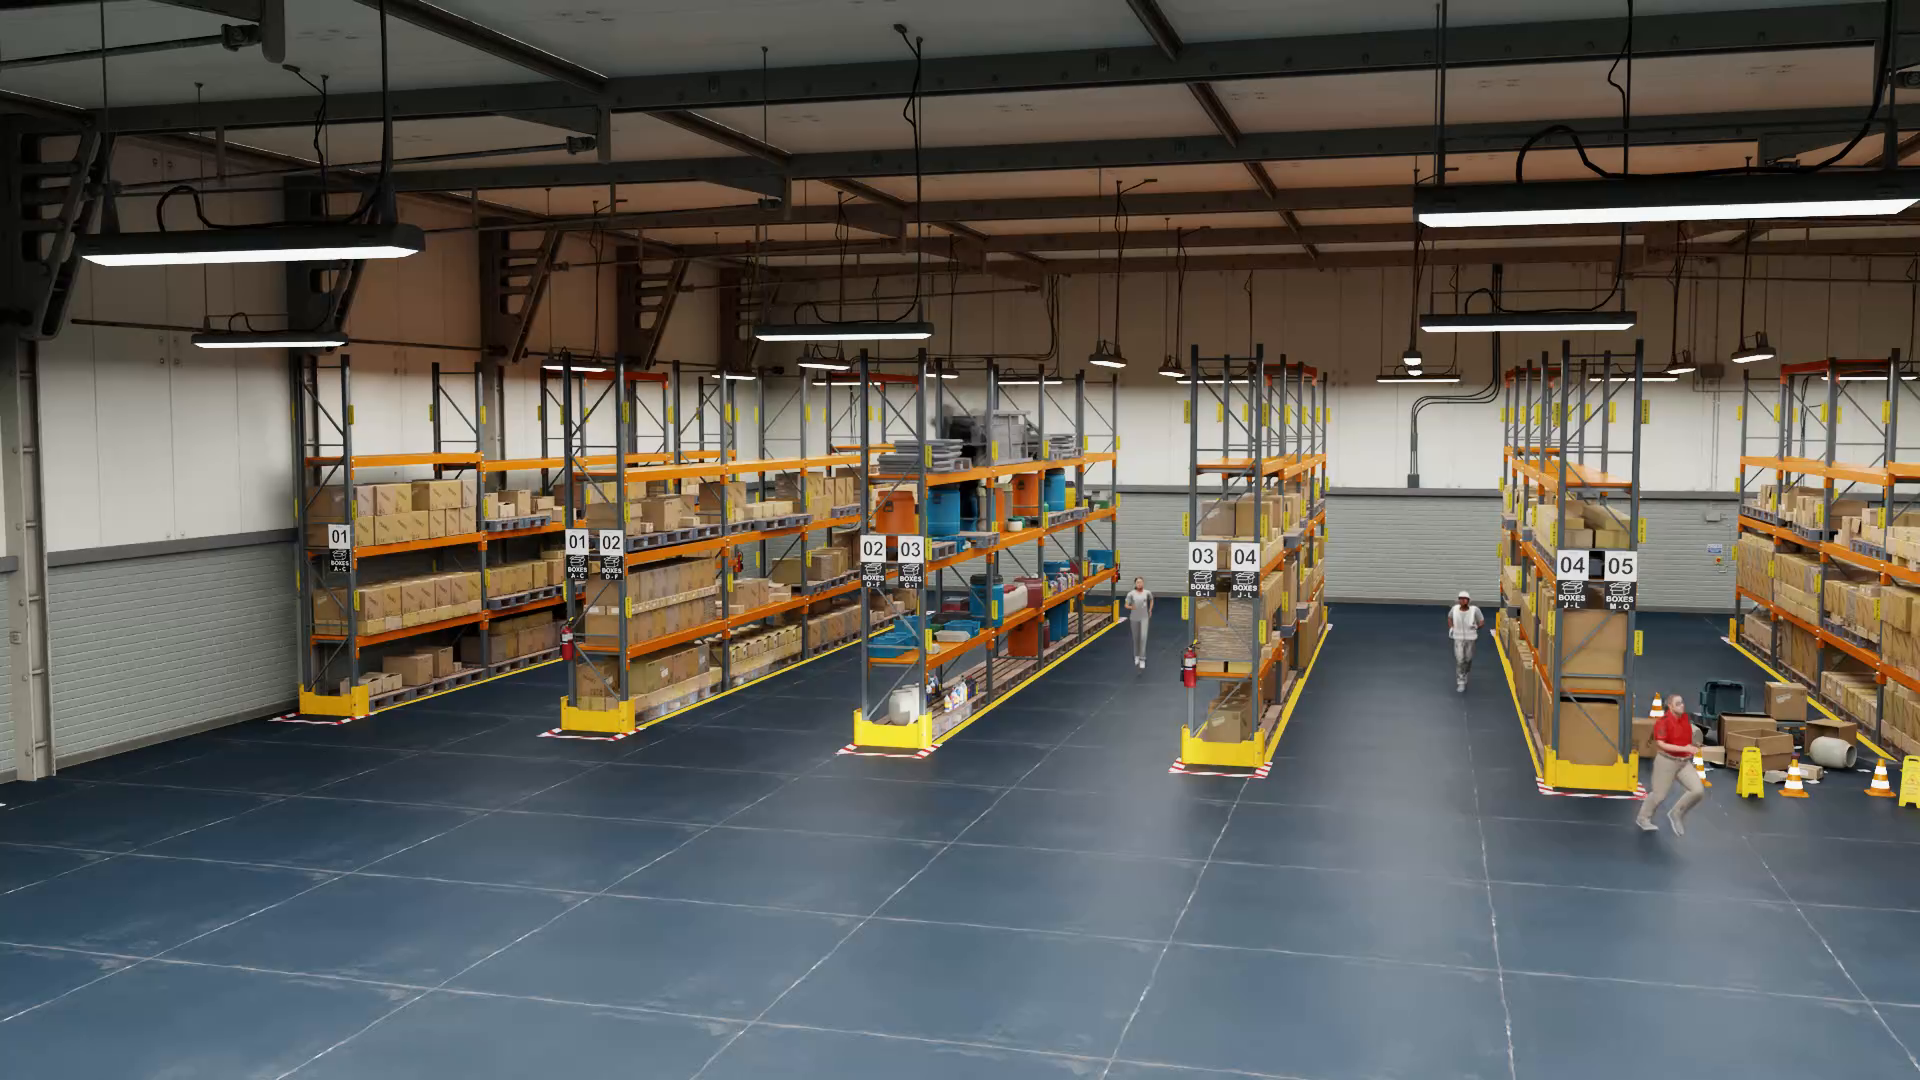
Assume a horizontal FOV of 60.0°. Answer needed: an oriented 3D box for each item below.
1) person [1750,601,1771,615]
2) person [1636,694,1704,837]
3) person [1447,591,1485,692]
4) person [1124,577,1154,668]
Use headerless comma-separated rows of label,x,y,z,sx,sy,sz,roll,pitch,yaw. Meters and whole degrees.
person,18.281,1.318,37.842,0.687,1.735,0.990,4,6,42
person,8.474,2.659,19.694,0.674,1.693,0.847,-2,5,-22
person,9.243,1.829,30.395,0.665,1.796,0.926,1,4,18
person,3.384,1.538,31.391,0.565,1.702,0.904,0,4,4
